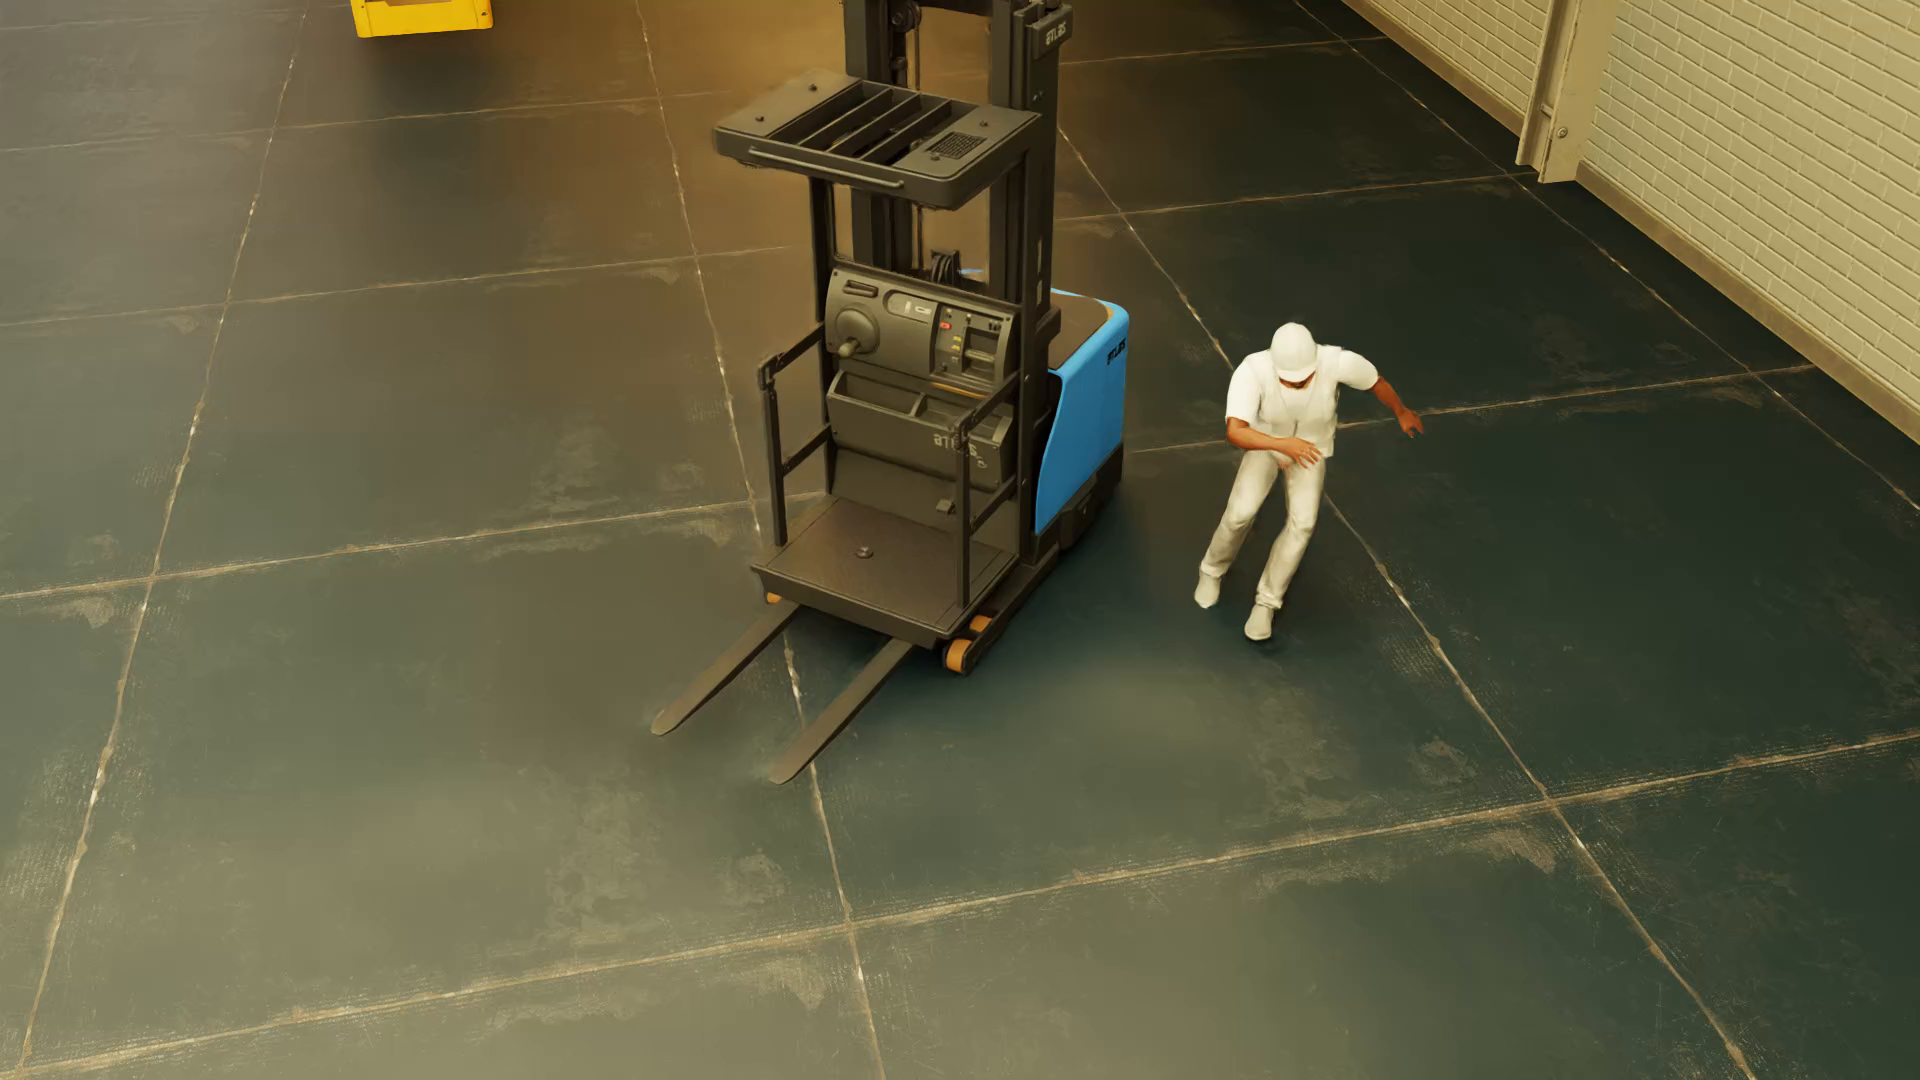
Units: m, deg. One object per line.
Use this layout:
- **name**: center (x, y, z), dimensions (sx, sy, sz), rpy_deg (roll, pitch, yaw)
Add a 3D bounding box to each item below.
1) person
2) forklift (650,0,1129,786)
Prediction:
- **person**: center (1.676, -0.309, 7.793), dimensions (1.050, 1.487, 0.960), rpy_deg (5, 36, 6)
- **forklift**: center (-0.291, -0.875, 7.267), dimensions (1.130, 2.935, 3.031), rpy_deg (18, 39, 23)
